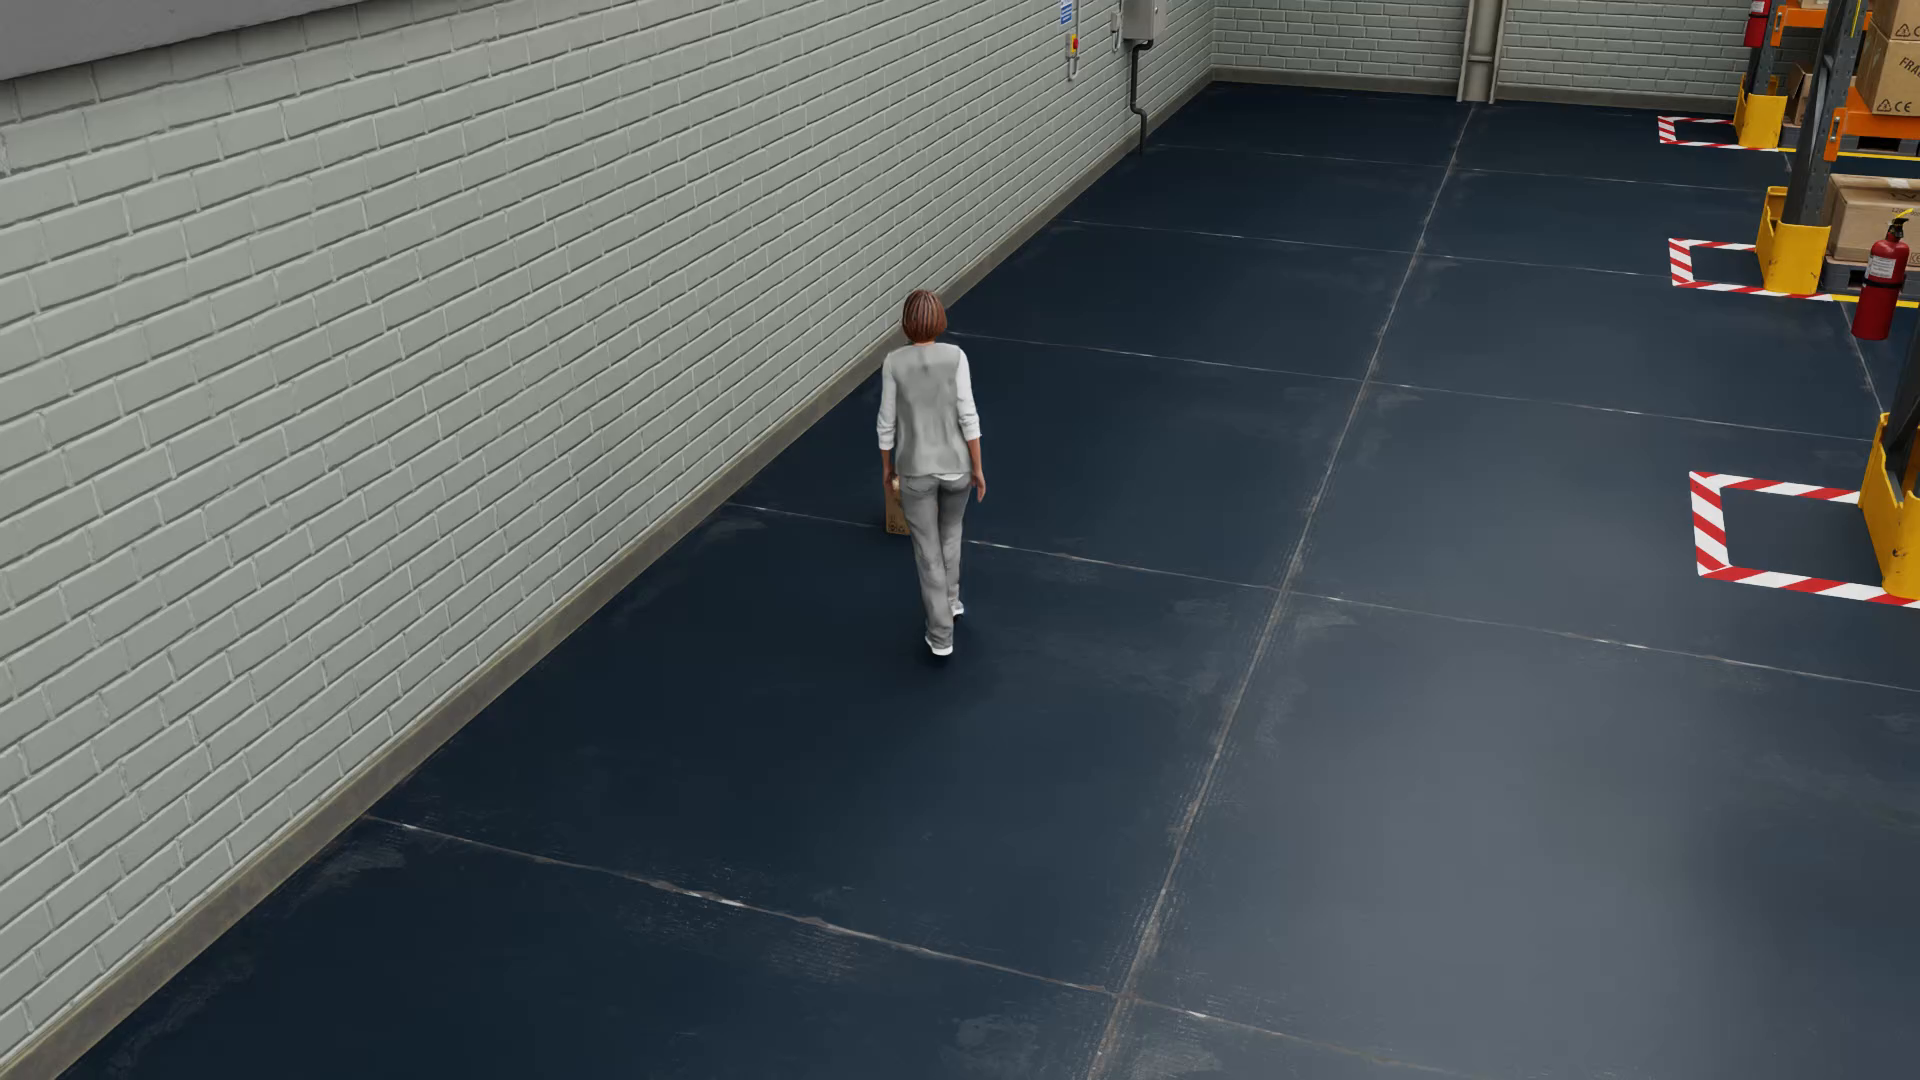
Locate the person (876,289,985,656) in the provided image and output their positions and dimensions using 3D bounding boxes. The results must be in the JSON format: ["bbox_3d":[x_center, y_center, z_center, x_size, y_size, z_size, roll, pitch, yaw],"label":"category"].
[{"bbox_3d":[-0.128,-0.271,7.201,0.443,1.620,0.601,-5,27,-10],"label":"person"}]
